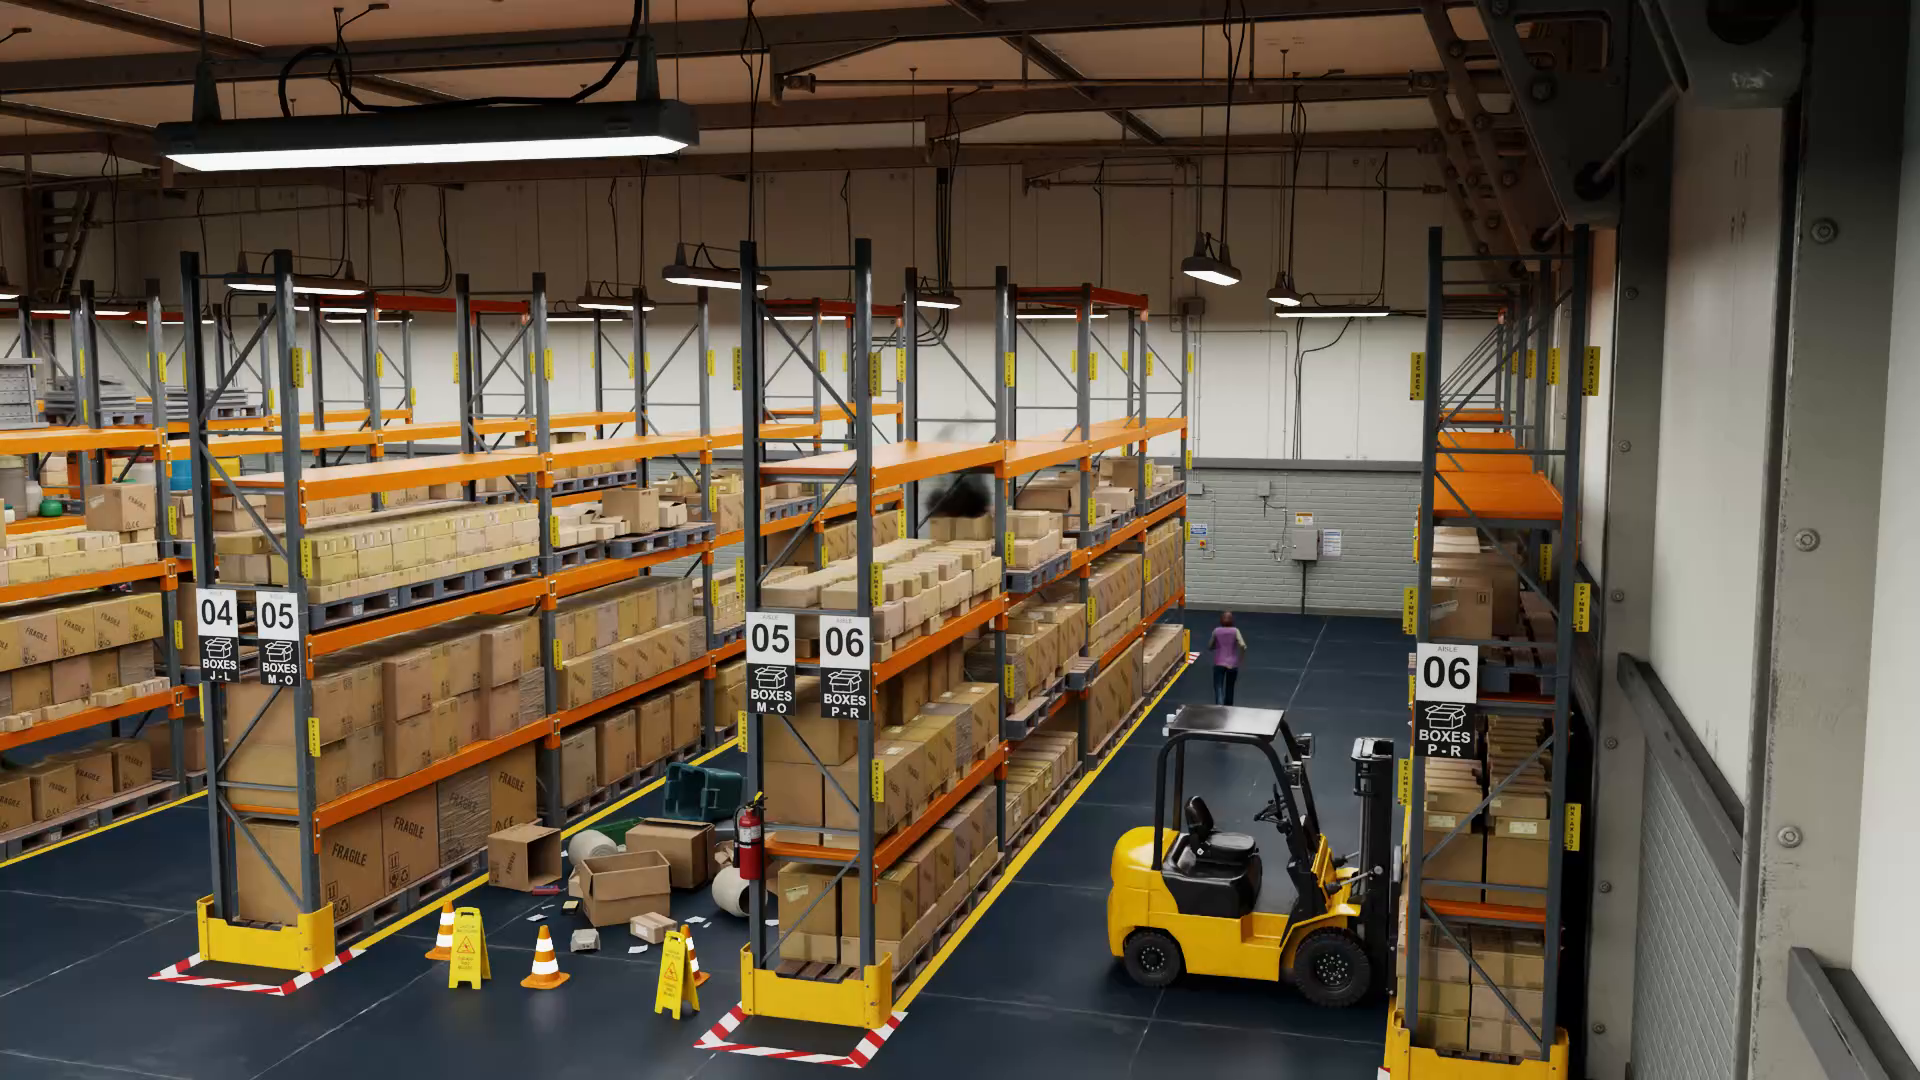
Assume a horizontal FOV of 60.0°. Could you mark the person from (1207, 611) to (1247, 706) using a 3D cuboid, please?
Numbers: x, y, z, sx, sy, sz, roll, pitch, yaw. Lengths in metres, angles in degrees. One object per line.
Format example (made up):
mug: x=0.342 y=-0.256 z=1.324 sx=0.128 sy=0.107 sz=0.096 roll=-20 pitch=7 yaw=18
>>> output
person: x=3.717 y=1.767 z=23.209 sx=0.542 sy=1.579 sz=0.886 roll=1 pitch=6 yaw=8

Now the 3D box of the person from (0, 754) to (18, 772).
person: x=-11.300 y=2.118 z=19.240 sx=0.638 sy=1.782 sz=0.977 roll=1 pitch=7 yaw=11
